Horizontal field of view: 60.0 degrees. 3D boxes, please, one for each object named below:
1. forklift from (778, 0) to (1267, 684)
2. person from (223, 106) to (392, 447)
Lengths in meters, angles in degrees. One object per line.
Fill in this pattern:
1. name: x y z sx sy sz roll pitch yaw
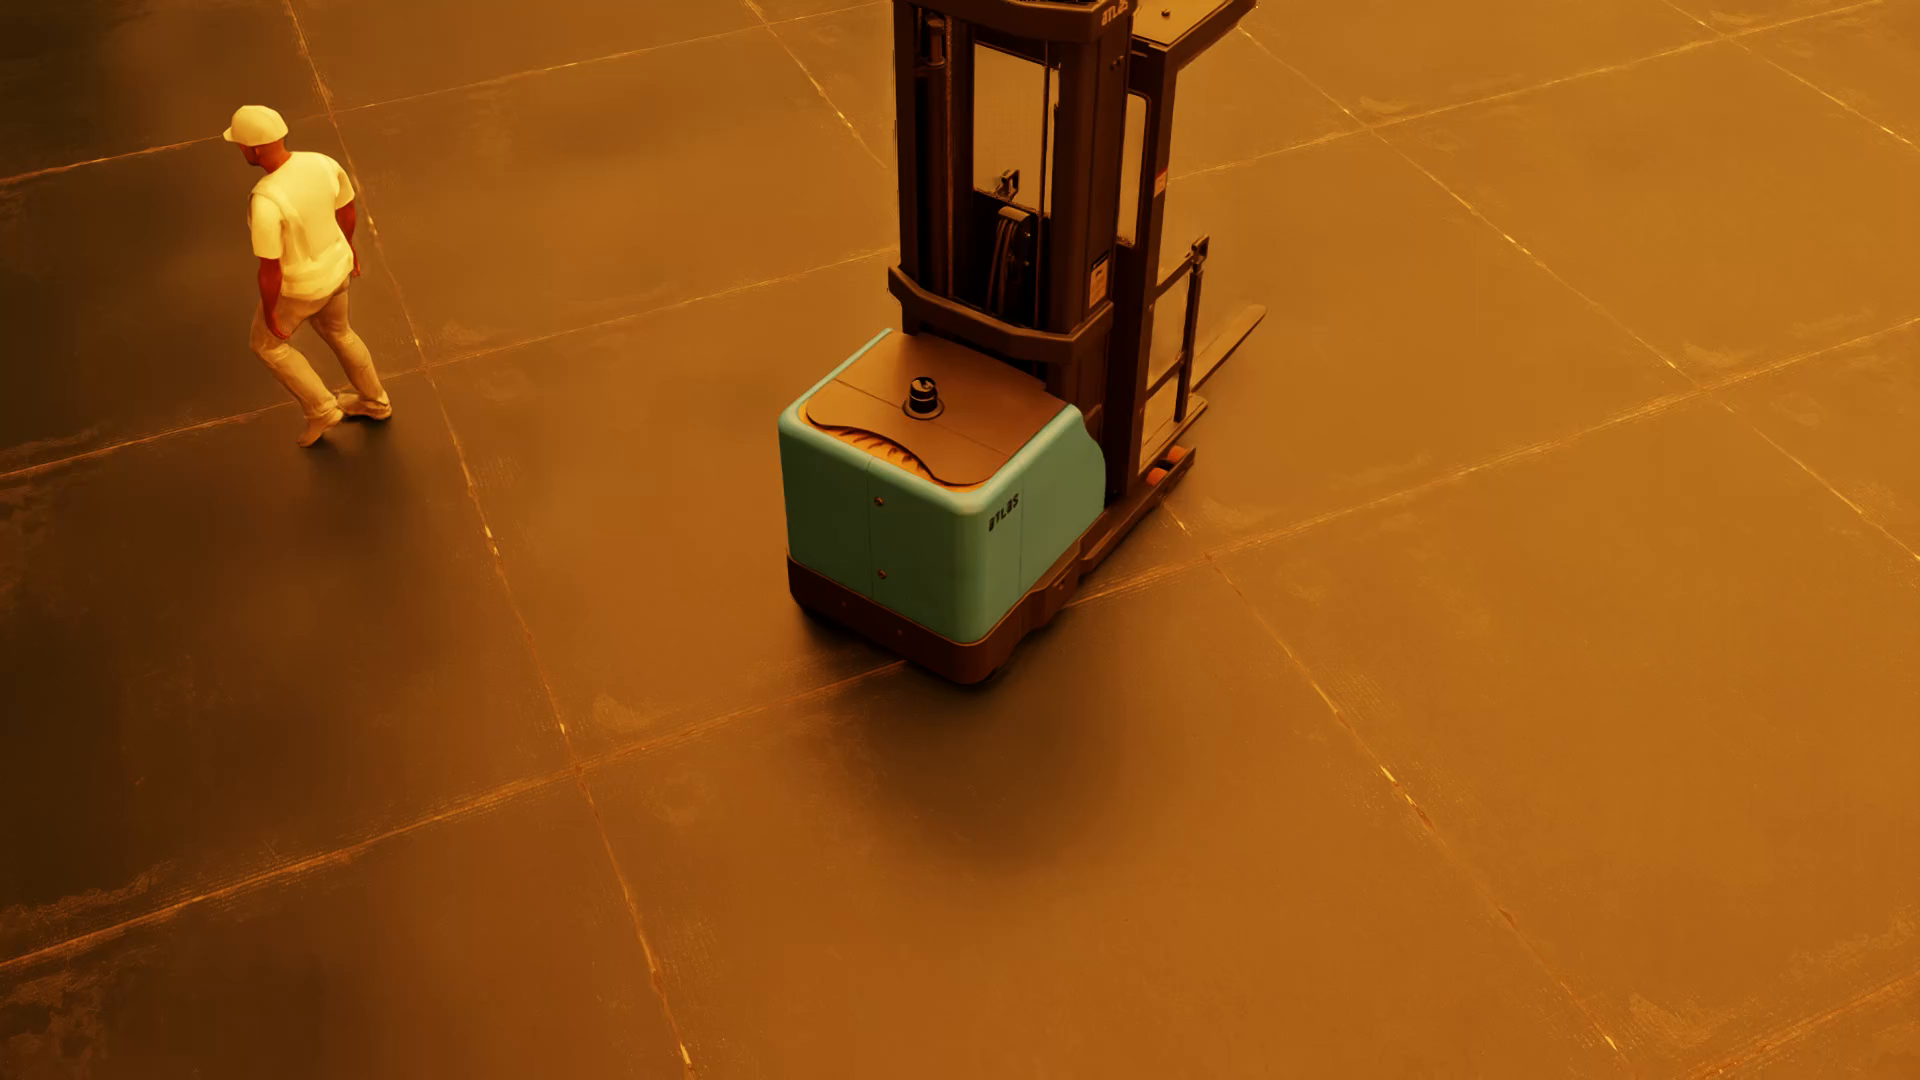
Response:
1. forklift: 0.491 -1.428 7.210 1.130 2.935 3.031 25 49 25
2. person: -3.146 -1.257 7.911 0.483 1.765 0.687 12 44 12
